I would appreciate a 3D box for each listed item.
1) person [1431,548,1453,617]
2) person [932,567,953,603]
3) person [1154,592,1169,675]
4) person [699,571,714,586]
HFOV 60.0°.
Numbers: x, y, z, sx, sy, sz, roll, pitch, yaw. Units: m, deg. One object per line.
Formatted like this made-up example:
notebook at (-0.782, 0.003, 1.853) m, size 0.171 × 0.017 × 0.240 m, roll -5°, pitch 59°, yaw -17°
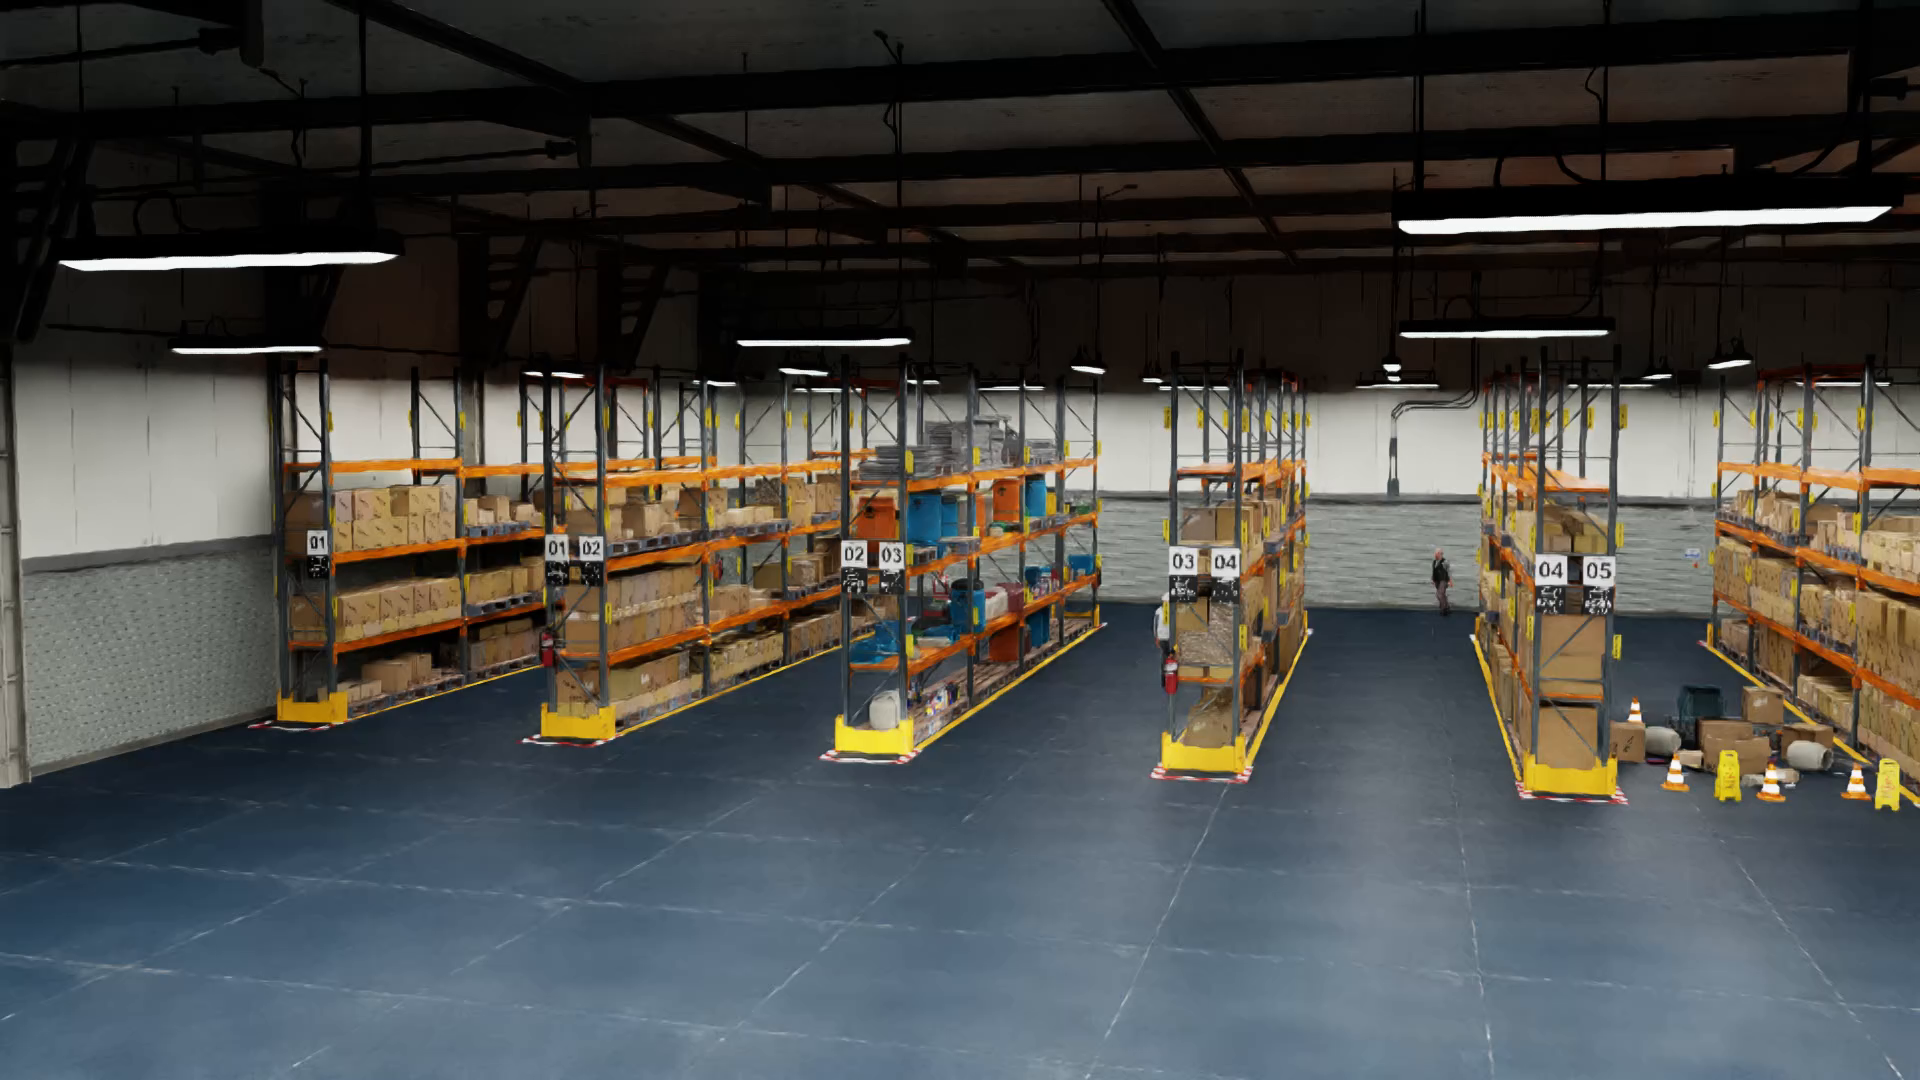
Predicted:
person at (12.385, 1.082, 42.668) m, size 0.497 × 1.725 × 0.637 m, roll -2°, pitch 4°, yaw -21°
person at (-0.417, 1.381, 38.317) m, size 0.565 × 1.734 × 1.045 m, roll 1°, pitch 4°, yaw 14°
person at (3.990, 1.846, 31.972) m, size 0.543 × 1.698 × 1.115 m, roll 1°, pitch 4°, yaw 17°
person at (-6.736, 0.940, 44.237) m, size 0.674 × 1.757 × 0.474 m, roll -3°, pitch 5°, yaw -36°
